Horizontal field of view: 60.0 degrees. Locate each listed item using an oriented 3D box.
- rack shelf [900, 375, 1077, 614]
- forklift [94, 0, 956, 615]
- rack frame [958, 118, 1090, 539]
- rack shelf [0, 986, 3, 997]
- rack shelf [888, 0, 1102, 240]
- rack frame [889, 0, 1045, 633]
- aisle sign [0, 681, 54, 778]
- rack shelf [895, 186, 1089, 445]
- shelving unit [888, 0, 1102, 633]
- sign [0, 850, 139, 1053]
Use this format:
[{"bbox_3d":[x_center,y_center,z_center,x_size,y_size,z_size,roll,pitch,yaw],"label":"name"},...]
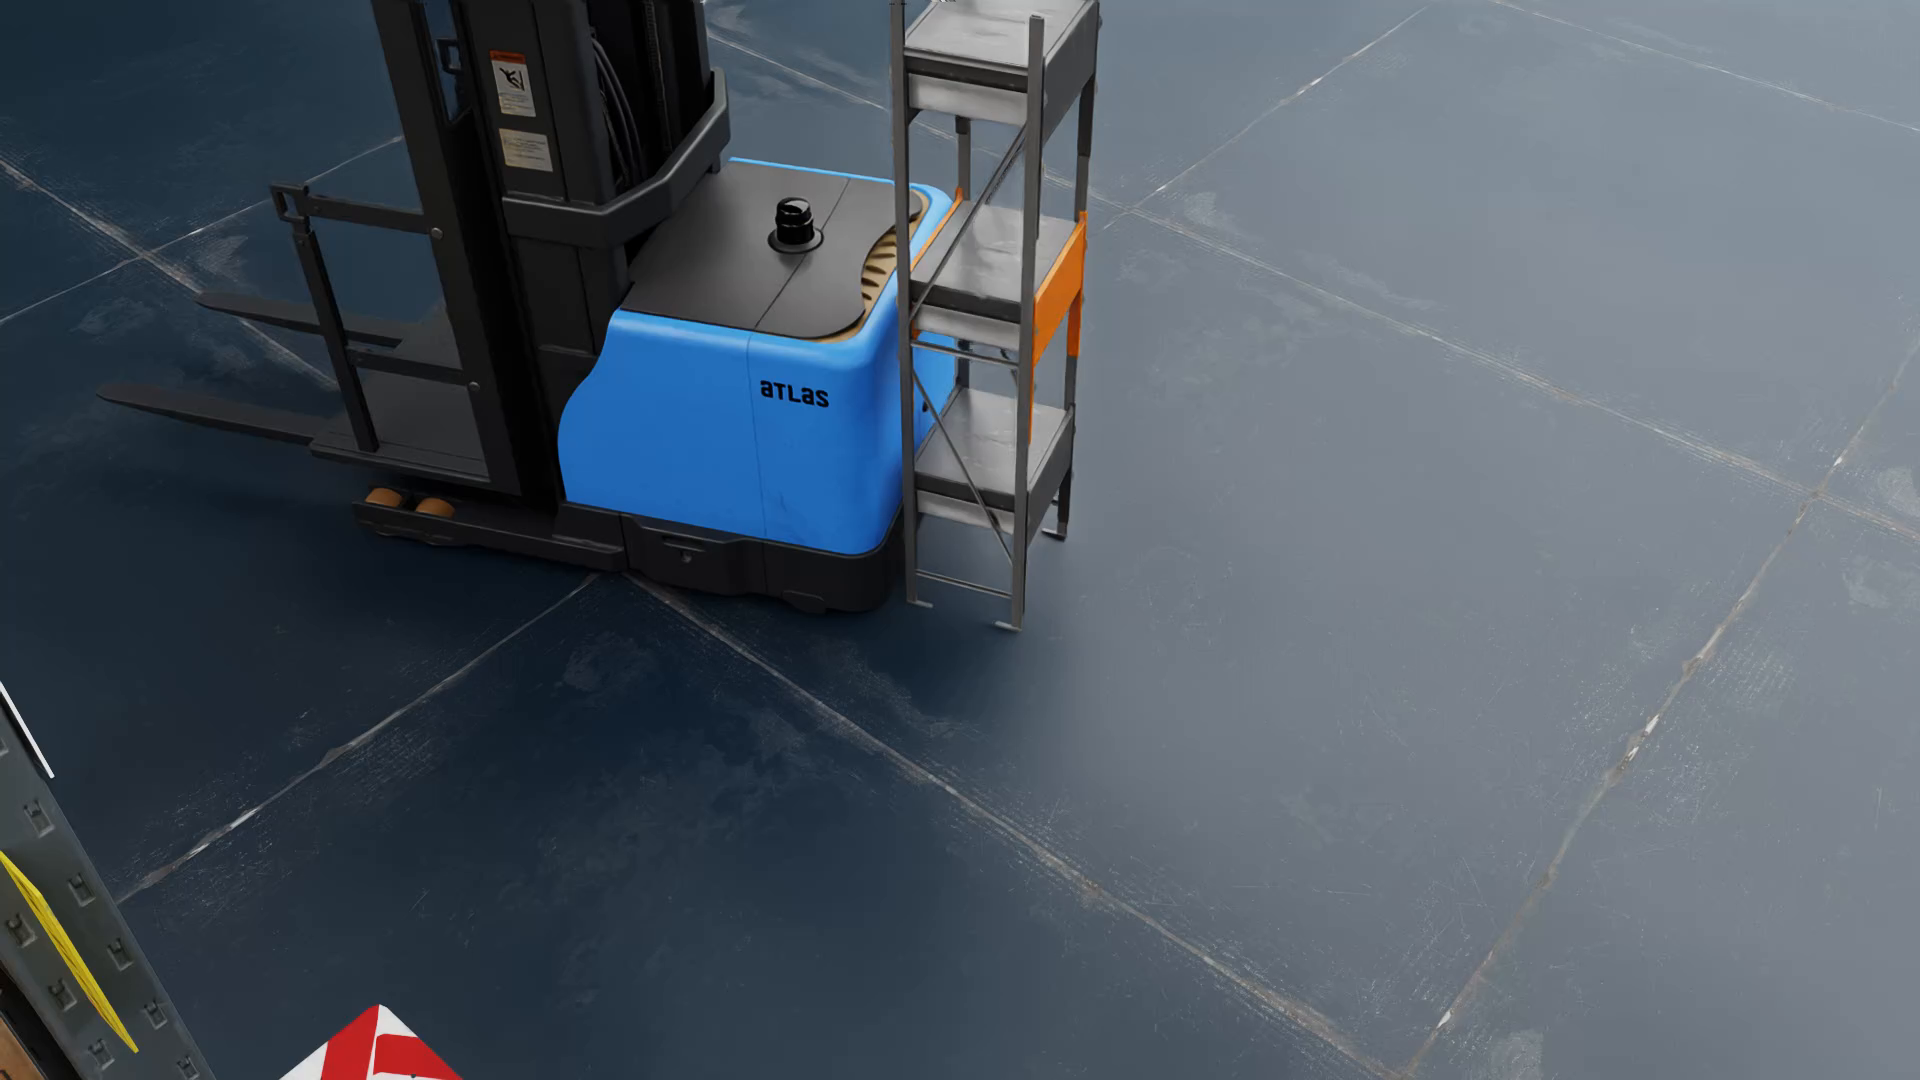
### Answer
[{"bbox_3d":[0.098,-0.152,5.416,0.431,0.518,0.480,14,44,15],"label":"rack shelf"},{"bbox_3d":[-1.582,-1.394,5.105,3.031,2.935,1.130,11,43,11],"label":"forklift"},{"bbox_3d":[0.184,-0.834,5.107,0.400,2.100,0.015,14,44,15],"label":"rack frame"},{"bbox_3d":[-2.738,2.056,1.794,1.077,0.370,4.000,29,50,28],"label":"rack shelf"},{"bbox_3d":[0.099,-1.190,4.477,0.431,0.518,0.480,14,44,15],"label":"rack shelf"},{"bbox_3d":[0.014,-0.528,4.767,0.400,2.100,0.015,14,44,15],"label":"rack frame"},{"bbox_3d":[-1.175,-0.108,1.707,0.394,0.787,0.004,29,50,28],"label":"aisle sign"},{"bbox_3d":[0.099,-0.671,4.946,0.431,0.518,0.480,14,44,15],"label":"rack shelf"},{"bbox_3d":[0.099,-0.681,4.937,0.431,2.100,0.503,14,44,15],"label":"shelving unit"},{"bbox_3d":[-1.044,0.486,1.949,0.100,0.325,0.005,29,50,28],"label":"sign"}]
